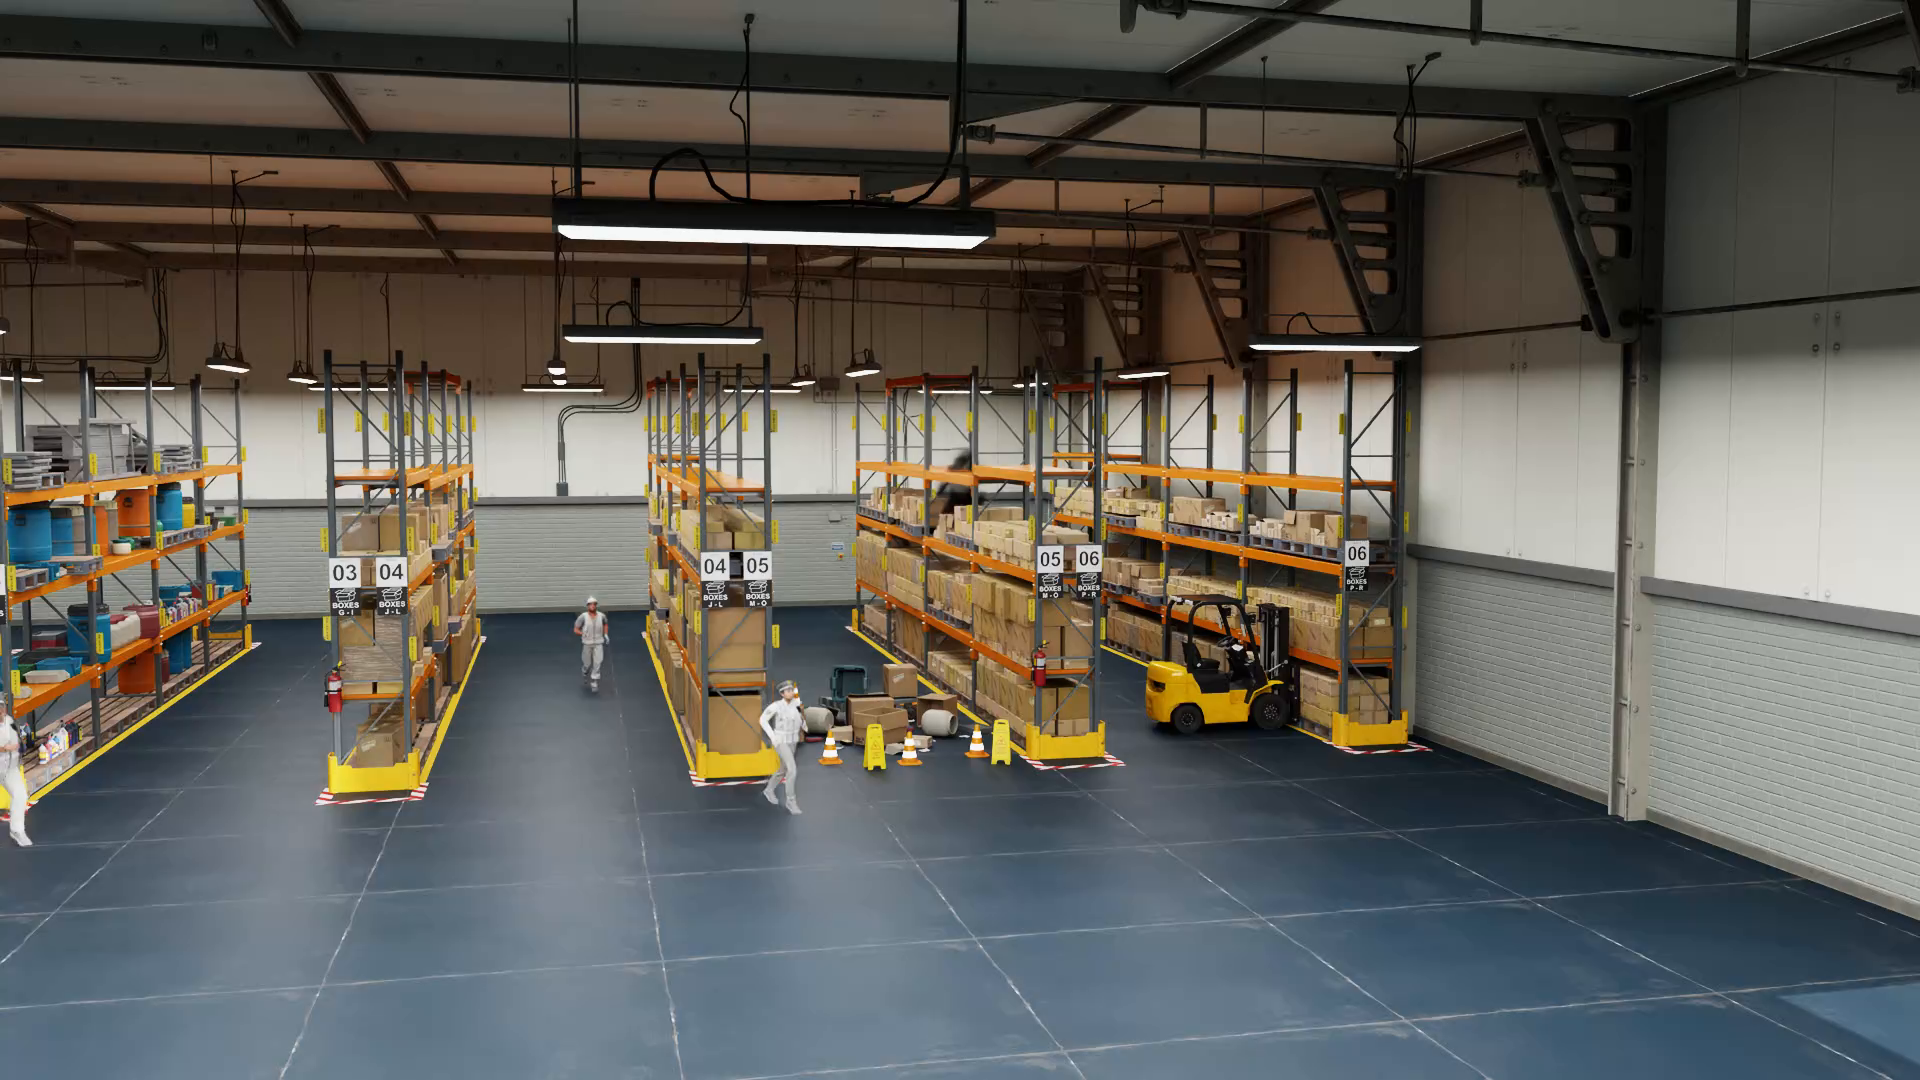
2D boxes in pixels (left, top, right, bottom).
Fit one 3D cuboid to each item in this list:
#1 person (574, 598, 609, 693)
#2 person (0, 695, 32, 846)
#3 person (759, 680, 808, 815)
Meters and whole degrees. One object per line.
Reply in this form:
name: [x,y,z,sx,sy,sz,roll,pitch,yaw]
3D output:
person: [-6.896,1.952,31.162,0.663,1.757,0.782,-2,4,-23]
person: [-11.494,2.745,19.803,0.928,1.840,0.673,1,4,20]
person: [-2.285,2.663,21.570,0.756,1.747,0.606,3,5,39]
